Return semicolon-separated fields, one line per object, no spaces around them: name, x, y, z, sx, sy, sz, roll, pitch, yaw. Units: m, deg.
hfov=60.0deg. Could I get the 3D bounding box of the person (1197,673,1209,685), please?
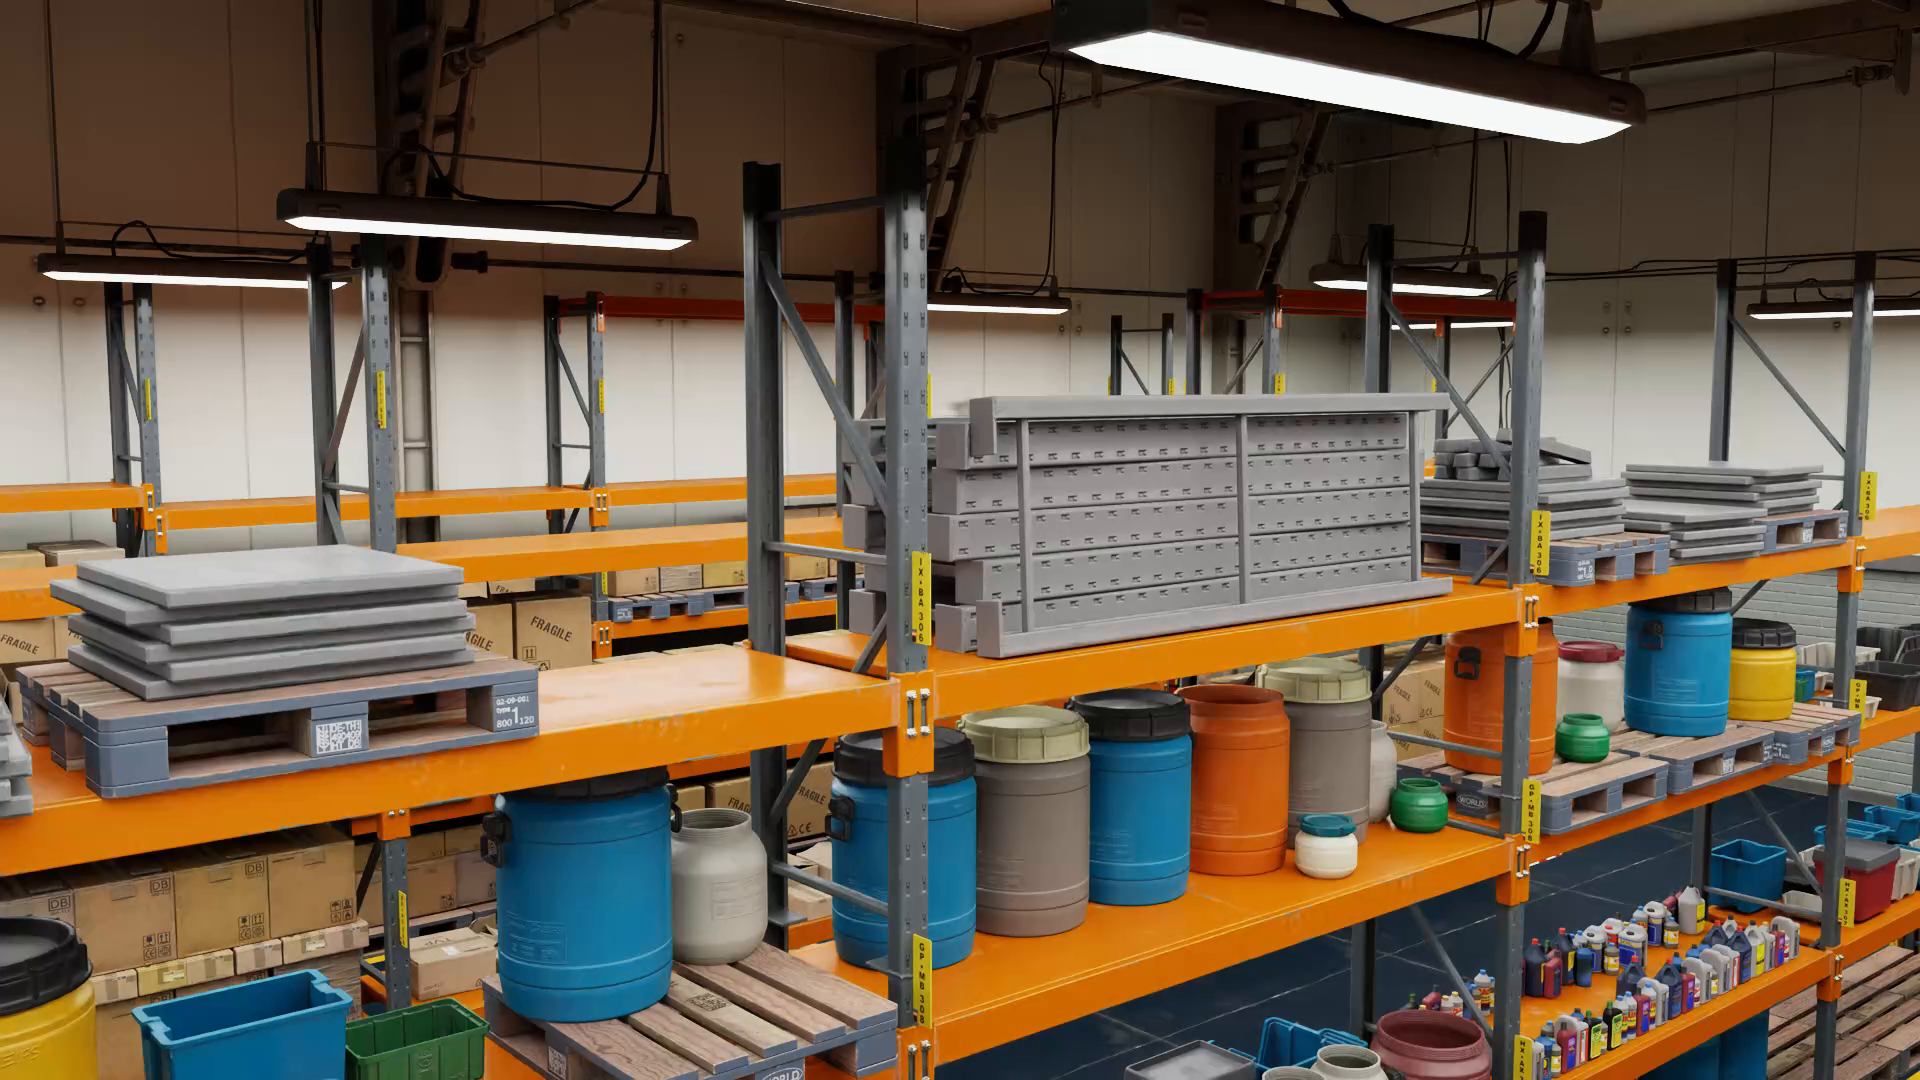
person;2.921;2.371;20.014;0.688;1.777;0.715;5;8;43
